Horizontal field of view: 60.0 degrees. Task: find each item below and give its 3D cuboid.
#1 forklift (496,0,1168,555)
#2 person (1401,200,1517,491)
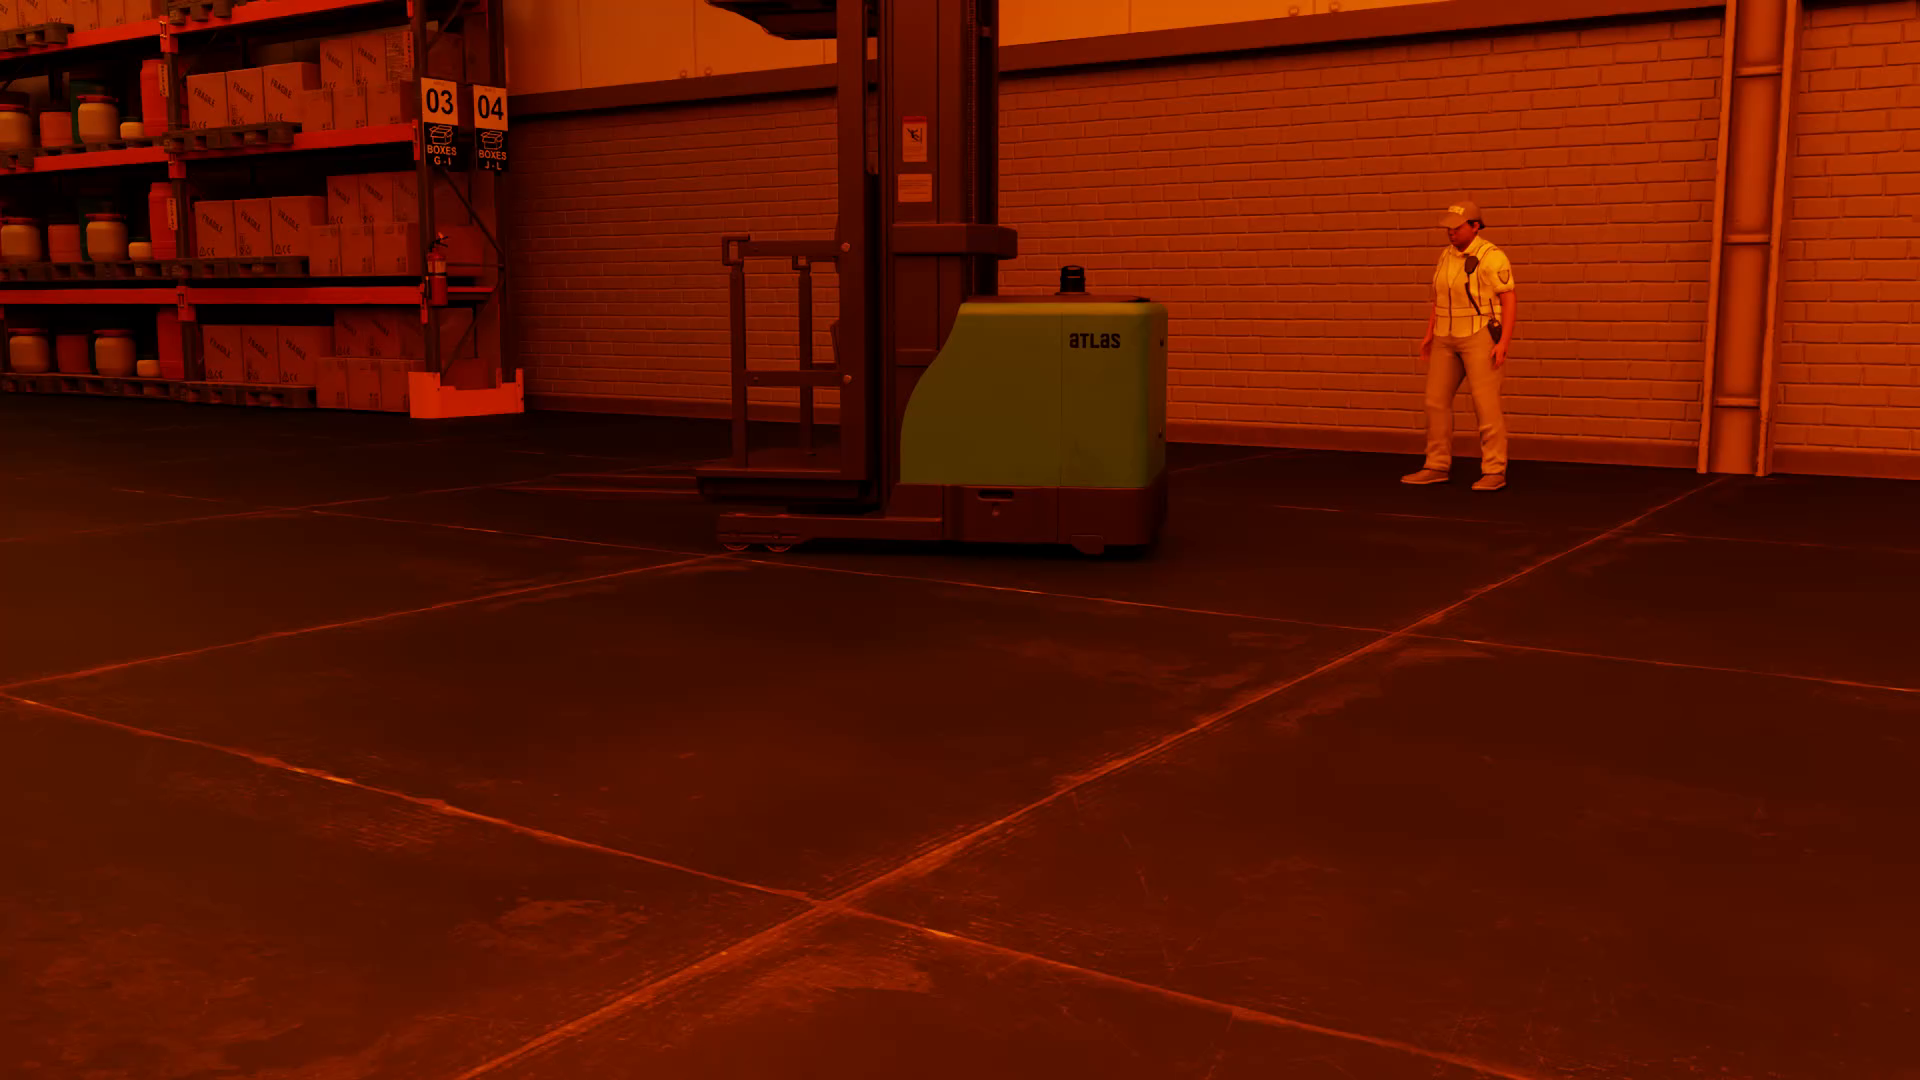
[{"bbox_3d":[-0.596,-1.469,7.520,3.031,2.935,1.130,2,8,12],"label":"forklift"},{"bbox_3d":[2.966,-1.142,9.752,0.487,1.670,0.618,-5,10,-32],"label":"person"}]
